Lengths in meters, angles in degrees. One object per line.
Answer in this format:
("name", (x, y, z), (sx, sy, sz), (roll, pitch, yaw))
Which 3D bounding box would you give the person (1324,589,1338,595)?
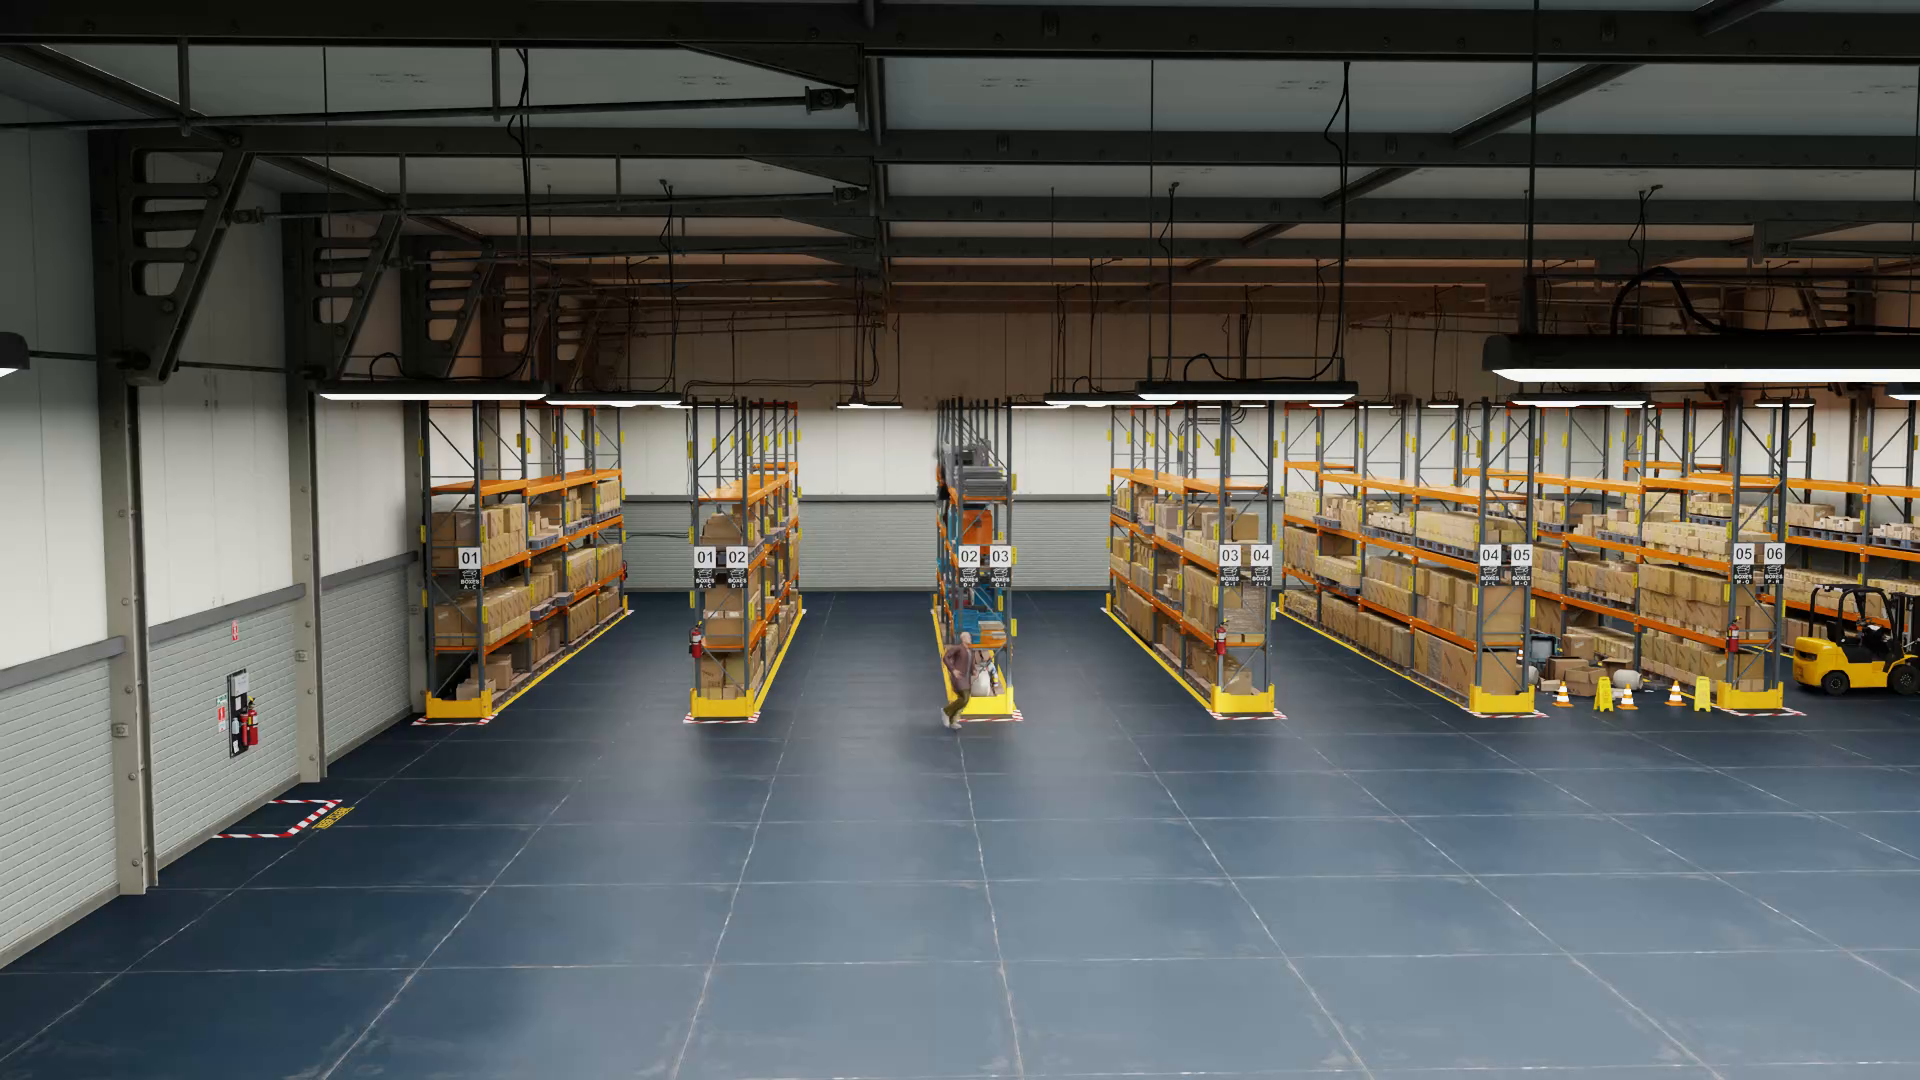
("person", (11.038, 1.015, 49.473), (0.884, 1.812, 0.653), (-1, 4, -9))

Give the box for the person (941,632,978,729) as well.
("person", (0.037, 2.536, 30.197), (0.590, 1.721, 0.759), (2, 5, 29))

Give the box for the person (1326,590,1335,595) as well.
("person", (10.727, 1.156, 48.647), (0.859, 1.699, 0.600), (0, 4, -3))
